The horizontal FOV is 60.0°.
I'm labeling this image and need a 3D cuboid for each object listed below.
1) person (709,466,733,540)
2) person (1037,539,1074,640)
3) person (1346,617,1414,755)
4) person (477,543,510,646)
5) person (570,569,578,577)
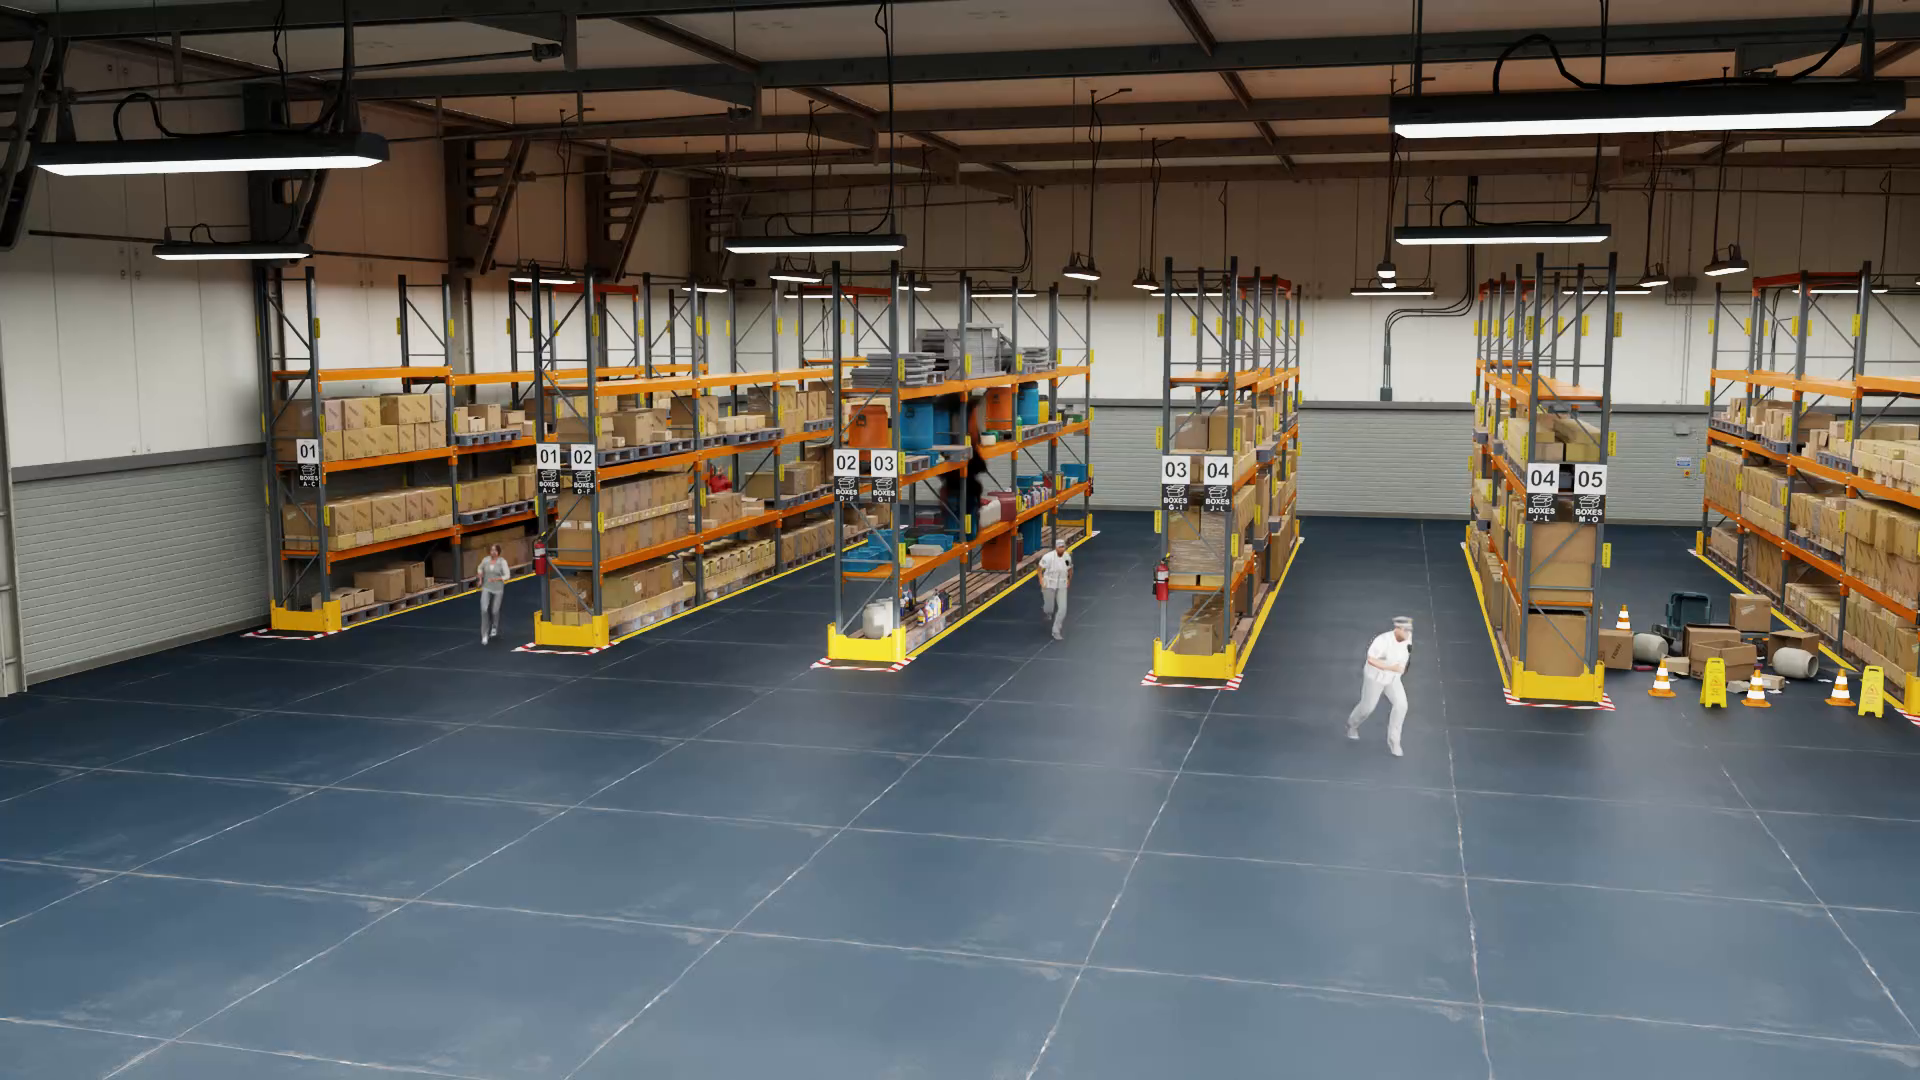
[{"bbox_3d":[-5.733,-0.878,39.748,0.637,1.775,0.741,0,7,2],"label":"person"},{"bbox_3d":[1.554,0.783,27.222,0.621,1.651,0.779,-2,7,-13],"label":"person"},{"bbox_3d":[5.025,1.704,19.895,0.707,1.719,1.013,-4,8,-28],"label":"person"},{"bbox_3d":[-7.471,0.852,26.685,0.530,1.637,0.704,-1,7,-9],"label":"person"},{"bbox_3d":[-6.923,0.353,30.427,0.509,1.648,0.728,1,7,11],"label":"person"}]
